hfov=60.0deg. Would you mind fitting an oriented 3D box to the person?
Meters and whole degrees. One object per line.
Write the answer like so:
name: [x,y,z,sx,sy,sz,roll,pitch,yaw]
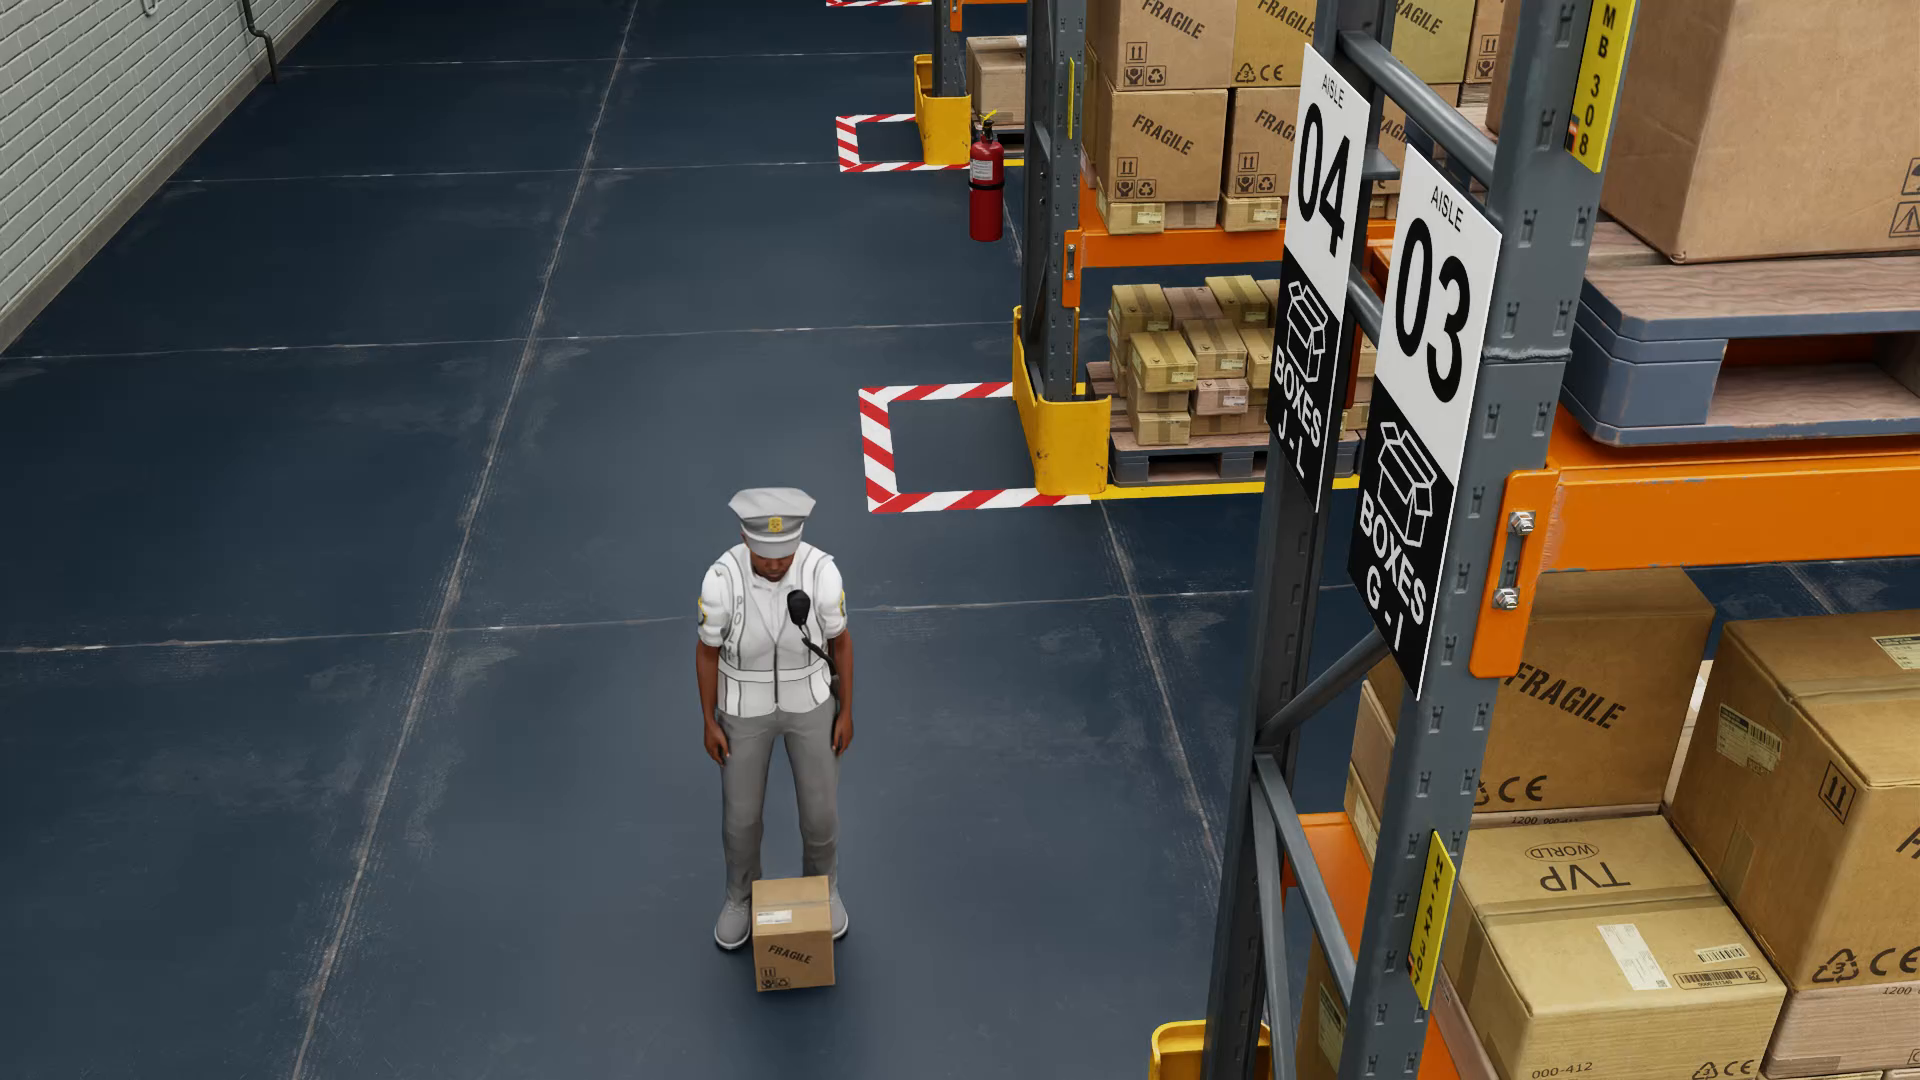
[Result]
person: [-0.579,0.550,5.229,0.507,1.658,0.390,-4,32,-6]
